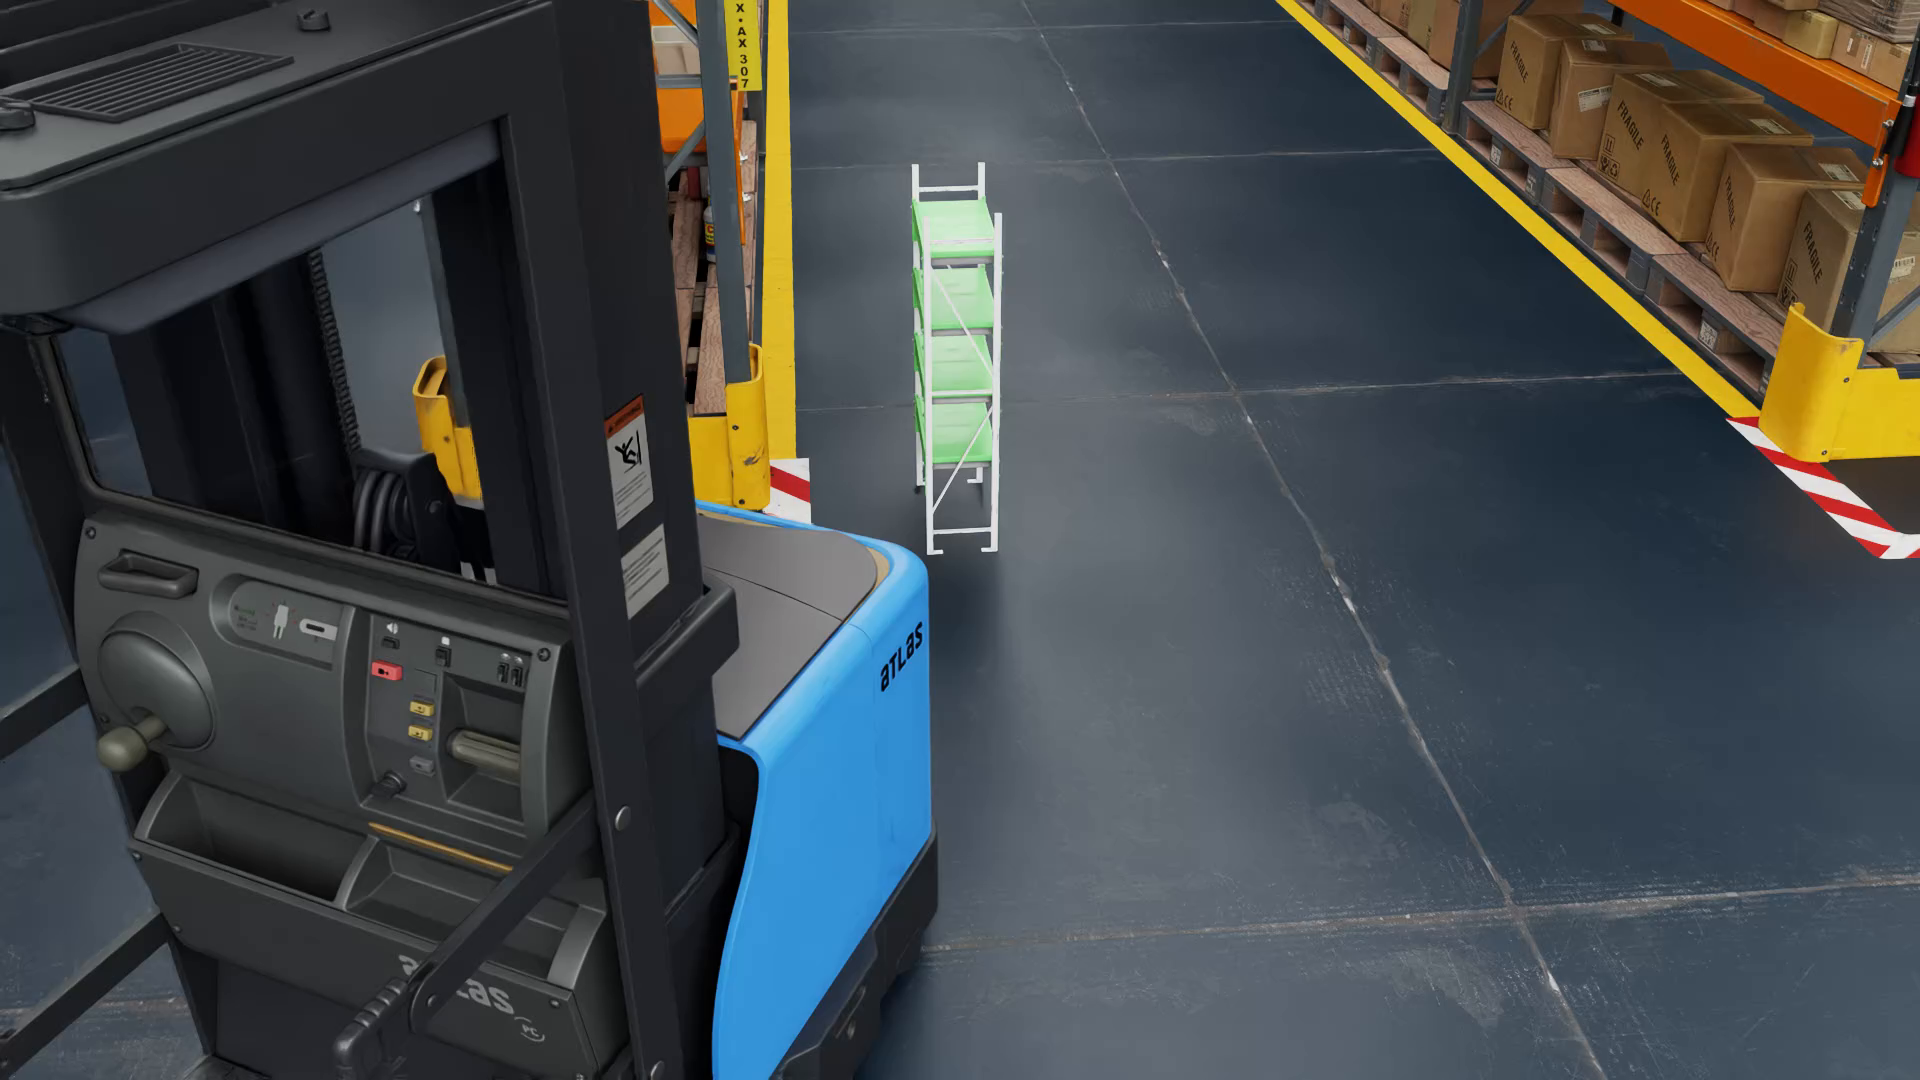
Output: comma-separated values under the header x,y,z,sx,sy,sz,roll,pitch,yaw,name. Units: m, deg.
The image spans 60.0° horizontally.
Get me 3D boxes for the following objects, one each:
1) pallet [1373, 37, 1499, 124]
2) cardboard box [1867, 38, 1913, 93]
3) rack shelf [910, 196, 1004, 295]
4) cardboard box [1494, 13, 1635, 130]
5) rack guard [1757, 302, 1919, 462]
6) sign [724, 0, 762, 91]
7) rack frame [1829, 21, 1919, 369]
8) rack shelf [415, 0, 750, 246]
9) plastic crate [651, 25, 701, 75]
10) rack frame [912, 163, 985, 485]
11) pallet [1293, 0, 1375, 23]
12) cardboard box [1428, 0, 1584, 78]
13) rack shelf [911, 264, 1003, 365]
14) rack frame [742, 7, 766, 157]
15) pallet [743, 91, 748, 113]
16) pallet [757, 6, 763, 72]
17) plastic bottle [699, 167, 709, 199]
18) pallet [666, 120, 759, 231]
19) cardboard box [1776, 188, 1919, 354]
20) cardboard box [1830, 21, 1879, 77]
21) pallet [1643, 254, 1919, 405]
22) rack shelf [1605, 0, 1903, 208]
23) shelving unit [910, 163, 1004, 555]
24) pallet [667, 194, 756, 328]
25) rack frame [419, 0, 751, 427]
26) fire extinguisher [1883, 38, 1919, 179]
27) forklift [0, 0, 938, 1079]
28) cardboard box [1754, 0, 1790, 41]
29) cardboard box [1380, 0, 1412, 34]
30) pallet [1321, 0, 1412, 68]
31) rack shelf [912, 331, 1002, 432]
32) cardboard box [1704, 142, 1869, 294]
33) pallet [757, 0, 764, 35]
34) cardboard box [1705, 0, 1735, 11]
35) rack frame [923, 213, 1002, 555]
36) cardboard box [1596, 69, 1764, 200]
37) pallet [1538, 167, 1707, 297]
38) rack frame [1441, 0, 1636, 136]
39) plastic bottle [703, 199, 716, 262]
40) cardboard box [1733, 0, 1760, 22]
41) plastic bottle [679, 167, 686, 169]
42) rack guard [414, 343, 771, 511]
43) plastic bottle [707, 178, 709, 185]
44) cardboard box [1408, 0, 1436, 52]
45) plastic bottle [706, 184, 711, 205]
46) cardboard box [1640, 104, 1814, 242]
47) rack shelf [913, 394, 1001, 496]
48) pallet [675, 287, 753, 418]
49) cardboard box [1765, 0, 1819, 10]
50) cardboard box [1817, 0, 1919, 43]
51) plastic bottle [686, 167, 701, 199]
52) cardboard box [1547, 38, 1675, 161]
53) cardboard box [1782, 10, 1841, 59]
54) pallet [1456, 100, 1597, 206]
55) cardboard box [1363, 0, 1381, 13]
x,y,z,sx,sy,sz,roll,pitch,yaw,name
3.261,-2.896,10.392,1.003,0.211,1.213,-3,31,-5,pallet
3.477,-1.681,5.884,0.380,0.149,0.250,-3,31,-5,cardboard box
-0.015,-0.957,5.370,0.258,0.148,0.480,-3,31,-5,rack shelf
3.332,-2.596,9.200,0.500,0.500,0.500,-4,31,-6,cardboard box
3.702,-0.619,6.298,1.175,0.500,0.348,-3,31,-5,rack guard
-0.674,-1.559,5.165,0.100,0.325,0.005,-3,31,-5,sign
3.709,-1.653,5.592,1.000,3.000,0.127,-3,31,-5,rack frame
-1.409,-2.128,7.089,1.077,0.370,4.000,-3,31,-5,rack shelf
-0.986,-1.775,6.053,0.298,0.136,0.250,-3,31,-5,plastic crate
-0.038,-0.724,5.792,0.240,1.200,0.015,-3,31,-5,rack frame
3.033,-4.141,12.477,1.003,0.211,1.213,-3,31,-5,pallet
3.299,-3.126,10.066,0.700,0.500,0.500,-5,31,-8,cardboard box
-0.015,-0.751,5.494,0.258,0.148,0.480,-3,31,-5,rack shelf
-1.596,-3.458,8.614,1.000,3.000,0.127,-3,31,-5,rack frame
-1.708,-2.660,9.997,1.003,0.211,1.213,-3,31,-5,pallet
-1.825,-3.284,11.043,1.003,0.211,1.213,-3,31,-5,pallet
-1.190,-1.817,8.093,0.152,0.276,0.135,-2,31,-4,plastic bottle
-1.575,-1.916,8.752,1.003,0.211,1.213,-3,31,-5,pallet
3.667,-1.080,6.661,0.500,0.500,0.500,3,31,5,cardboard box
3.454,-1.809,6.098,0.380,0.149,0.250,-3,31,-5,cardboard box
3.661,-0.911,7.070,1.003,0.211,1.213,-3,31,-5,pallet
3.522,-2.365,7.486,1.077,0.370,4.000,-3,31,-5,rack shelf
-0.015,-0.600,5.584,0.258,1.200,0.503,-3,31,-5,shelving unit
-1.458,-1.292,7.707,1.003,0.211,1.213,-3,31,-5,pallet
-1.223,-1.416,5.195,1.000,3.000,0.127,-3,31,-5,rack frame
3.261,-1.539,5.477,0.296,0.674,0.183,-3,31,-5,fire extinguisher
-1.098,0.280,2.423,1.130,2.935,3.031,12,33,20,forklift
3.371,-2.062,6.522,0.380,0.149,0.250,-3,31,-5,cardboard box
3.221,-3.656,10.954,0.700,0.500,0.500,-5,31,-9,cardboard box
3.144,-3.520,11.437,1.003,0.211,1.213,-3,31,-5,pallet
-0.015,-0.545,5.617,0.258,0.148,0.480,-3,31,-5,rack shelf
3.577,-1.383,7.169,0.500,0.500,0.500,5,31,8,cardboard box
-1.936,-3.906,12.083,1.003,0.211,1.213,-3,31,-5,pallet
3.343,-2.318,6.951,0.380,0.149,0.250,-3,31,-5,cardboard box
0.007,-0.475,5.375,0.240,1.200,0.015,-3,31,-5,rack frame
3.530,-1.991,8.186,0.500,0.500,0.500,-5,31,-9,cardboard box
3.550,-1.533,8.110,1.003,0.211,1.213,-3,31,-5,pallet
3.335,-3.695,9.011,1.000,3.000,0.127,-3,31,-5,rack frame
-1.082,-1.374,7.357,0.097,0.271,0.097,0,31,0,plastic bottle
3.389,-2.192,6.739,0.380,0.149,0.250,-3,31,-5,cardboard box
-1.376,-2.045,8.475,0.152,0.276,0.135,-3,31,-5,plastic bottle
-1.277,-0.379,5.897,1.175,0.500,0.348,-3,31,-5,rack guard
-1.123,-1.600,7.735,0.097,0.271,0.097,0,31,0,plastic bottle
3.273,-3.370,10.475,0.700,0.500,0.500,-3,31,-5,cardboard box
-1.114,-1.549,7.650,0.097,0.271,0.097,0,31,0,plastic bottle
3.537,-1.704,7.706,0.500,0.500,0.500,0,31,0,cardboard box
-0.015,-0.339,5.740,0.258,0.148,0.480,-3,31,-5,rack shelf
-1.347,-0.670,6.666,1.003,0.211,1.213,-3,31,-5,pallet
3.518,-2.355,6.381,0.875,0.500,0.500,-3,31,-5,cardboard box
3.685,-2.106,5.963,0.875,0.500,0.500,-3,31,-5,cardboard box
-1.296,-1.814,8.082,0.061,0.283,0.133,-3,31,-5,plastic bottle
3.394,-2.304,8.711,0.500,0.500,0.500,7,32,11,cardboard box
3.379,-1.934,6.307,0.380,0.149,0.250,-3,31,-5,cardboard box
3.433,-2.157,9.155,1.003,0.211,1.213,-3,31,-5,pallet
3.168,-3.940,11.430,0.700,0.500,0.500,0,31,0,cardboard box
